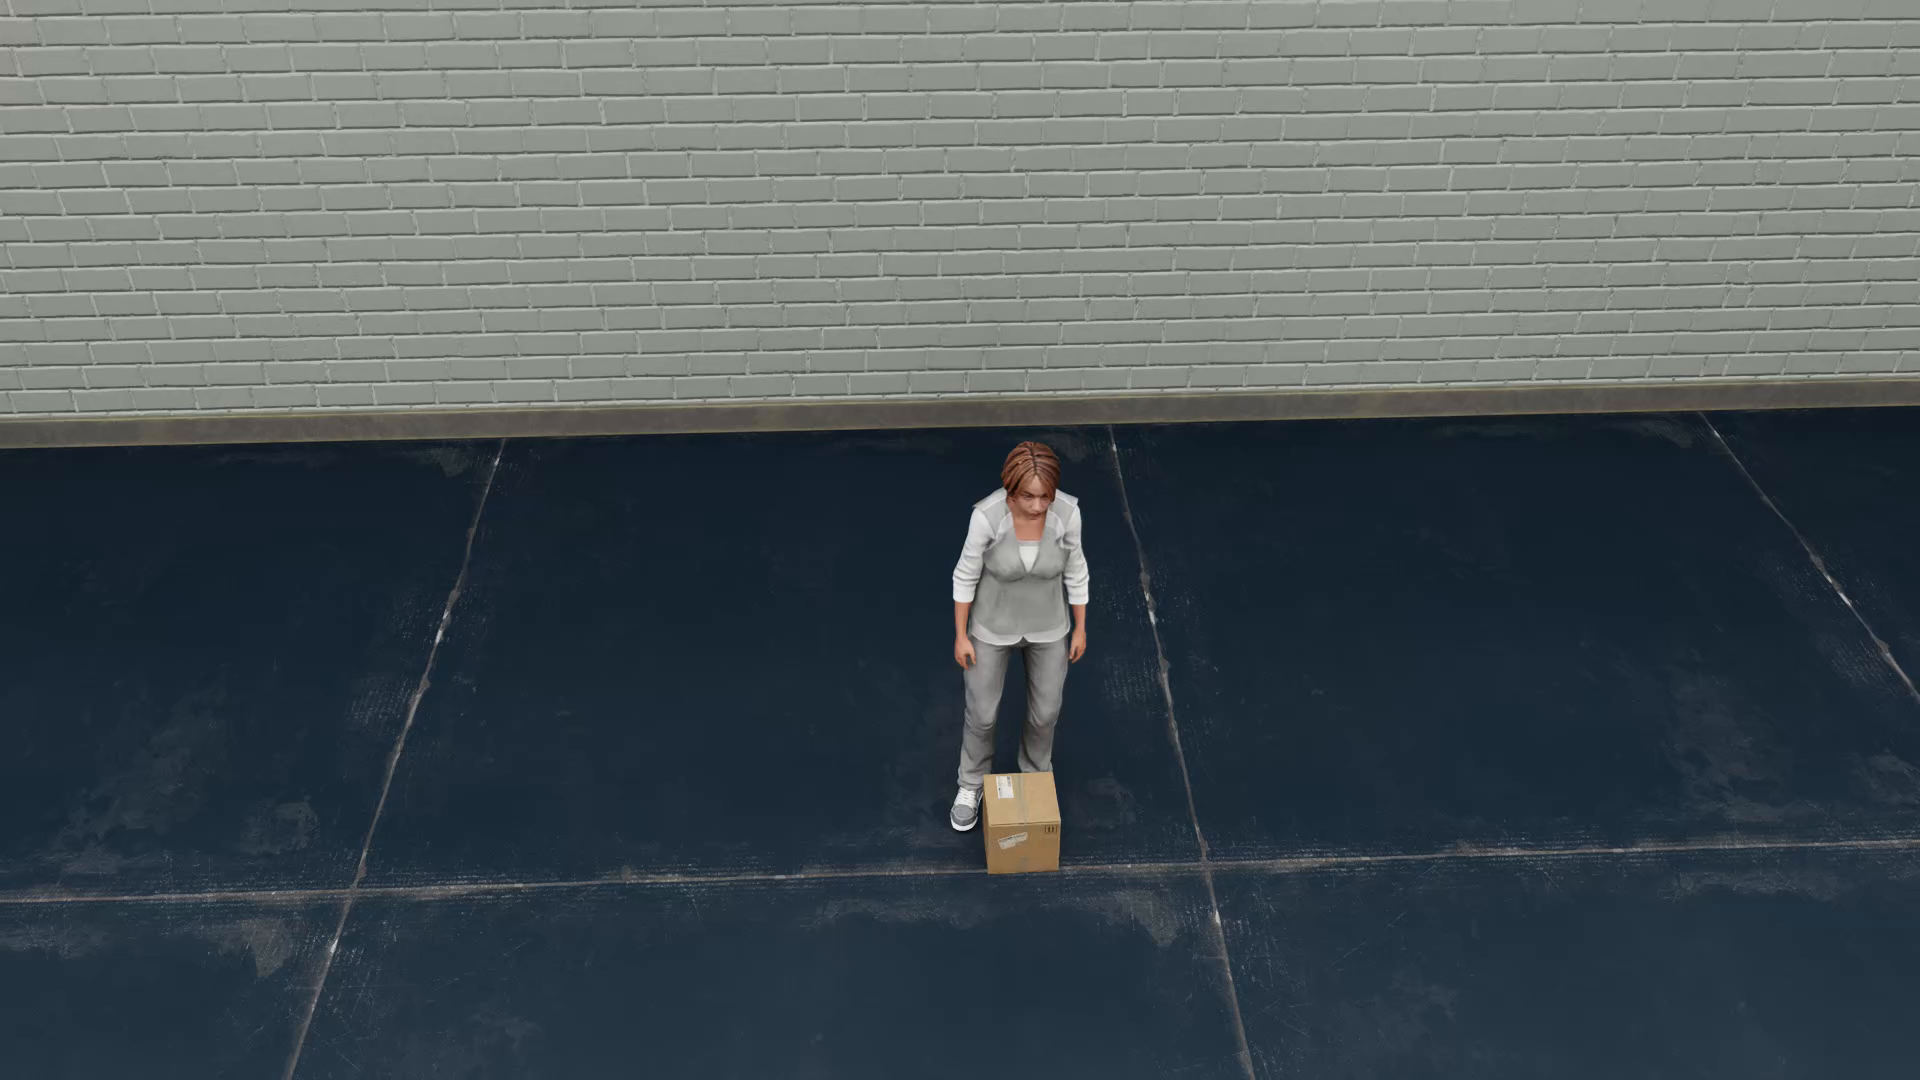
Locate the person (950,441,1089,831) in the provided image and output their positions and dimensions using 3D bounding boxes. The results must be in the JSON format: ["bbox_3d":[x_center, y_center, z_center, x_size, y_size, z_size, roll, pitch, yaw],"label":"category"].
[{"bbox_3d":[0.199,0.322,5.708,0.485,1.593,0.342,-3,36,-5],"label":"person"}]
